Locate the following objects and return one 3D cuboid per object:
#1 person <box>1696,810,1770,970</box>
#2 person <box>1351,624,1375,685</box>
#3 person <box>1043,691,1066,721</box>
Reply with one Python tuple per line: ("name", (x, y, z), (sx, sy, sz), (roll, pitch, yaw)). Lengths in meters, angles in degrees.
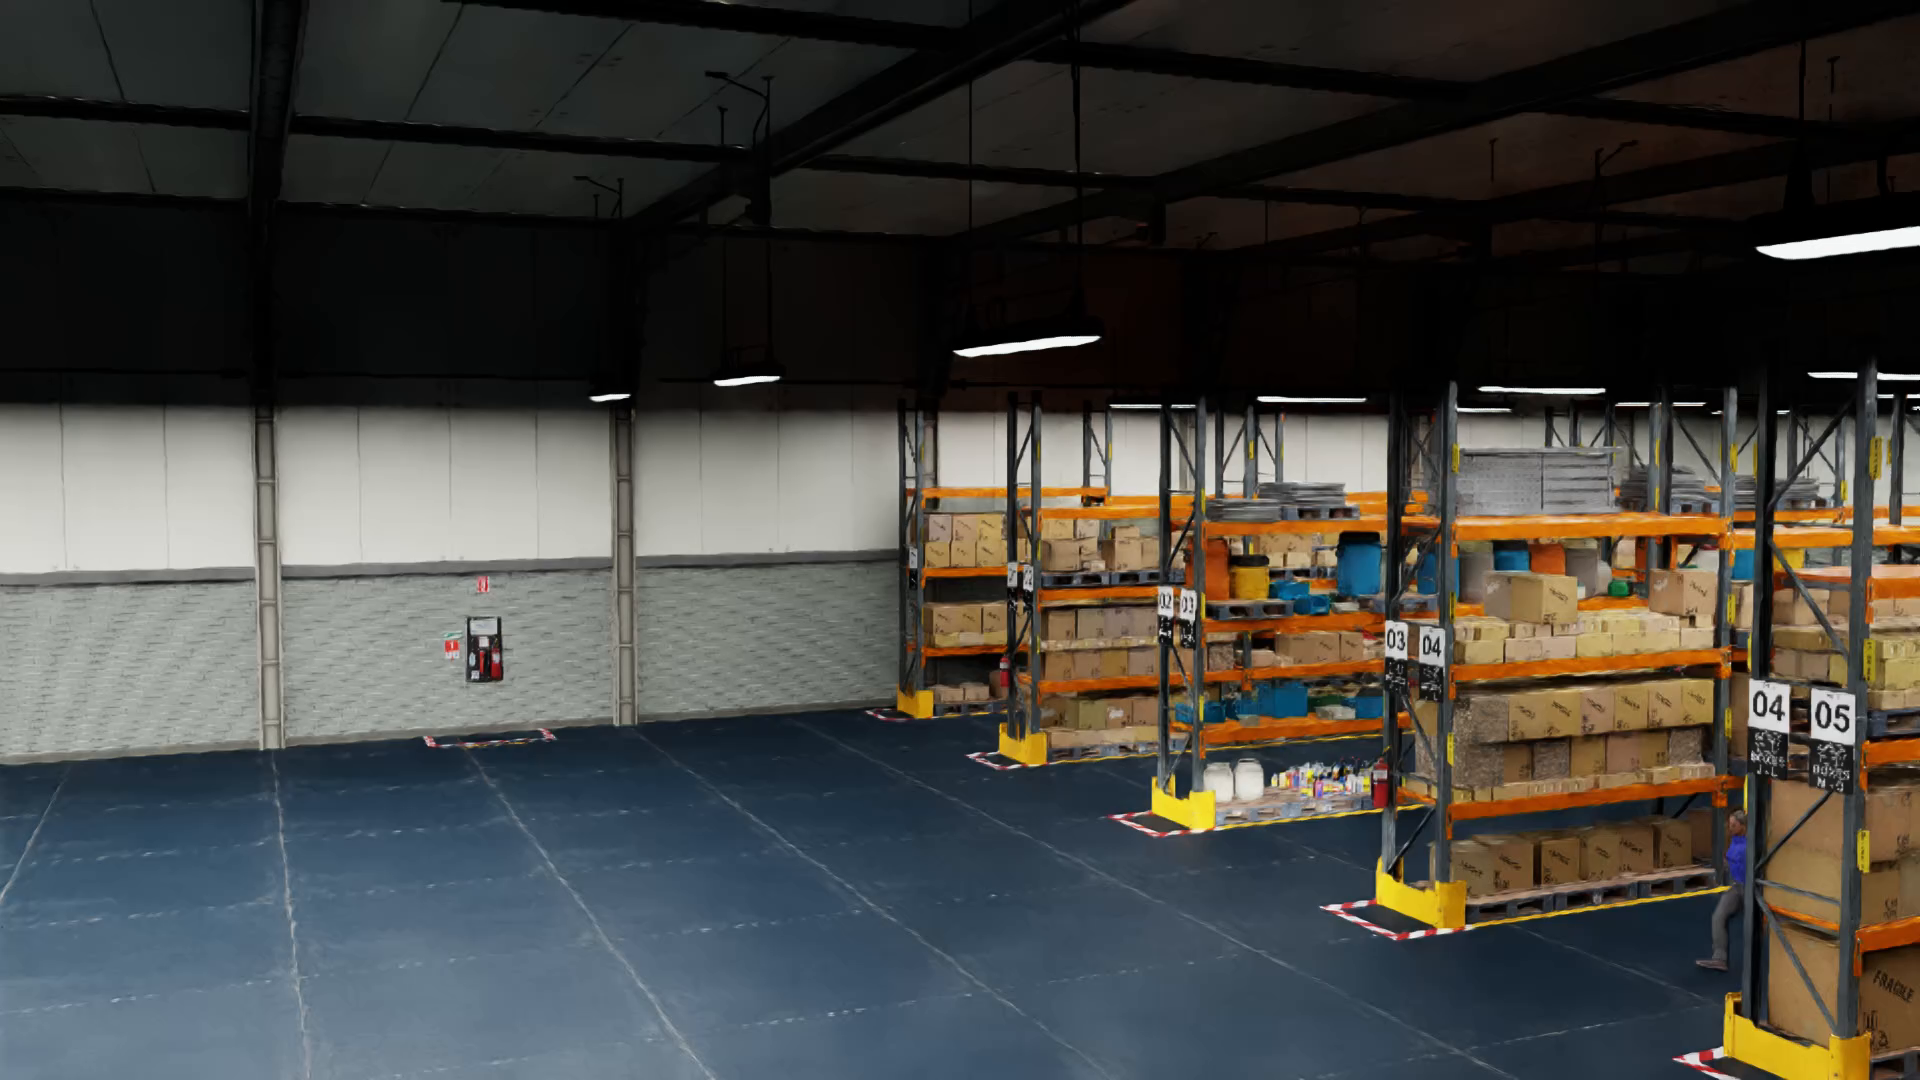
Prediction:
("person", (7.701, 3.416, 16.143), (0.937, 1.591, 0.505), (0, 3, -2))
("person", (8.034, 2.396, 33.052), (0.535, 1.676, 0.682), (-2, 4, -25))
("person", (1.704, 2.581, 30.347), (0.512, 1.628, 0.639), (-2, 4, -24))
